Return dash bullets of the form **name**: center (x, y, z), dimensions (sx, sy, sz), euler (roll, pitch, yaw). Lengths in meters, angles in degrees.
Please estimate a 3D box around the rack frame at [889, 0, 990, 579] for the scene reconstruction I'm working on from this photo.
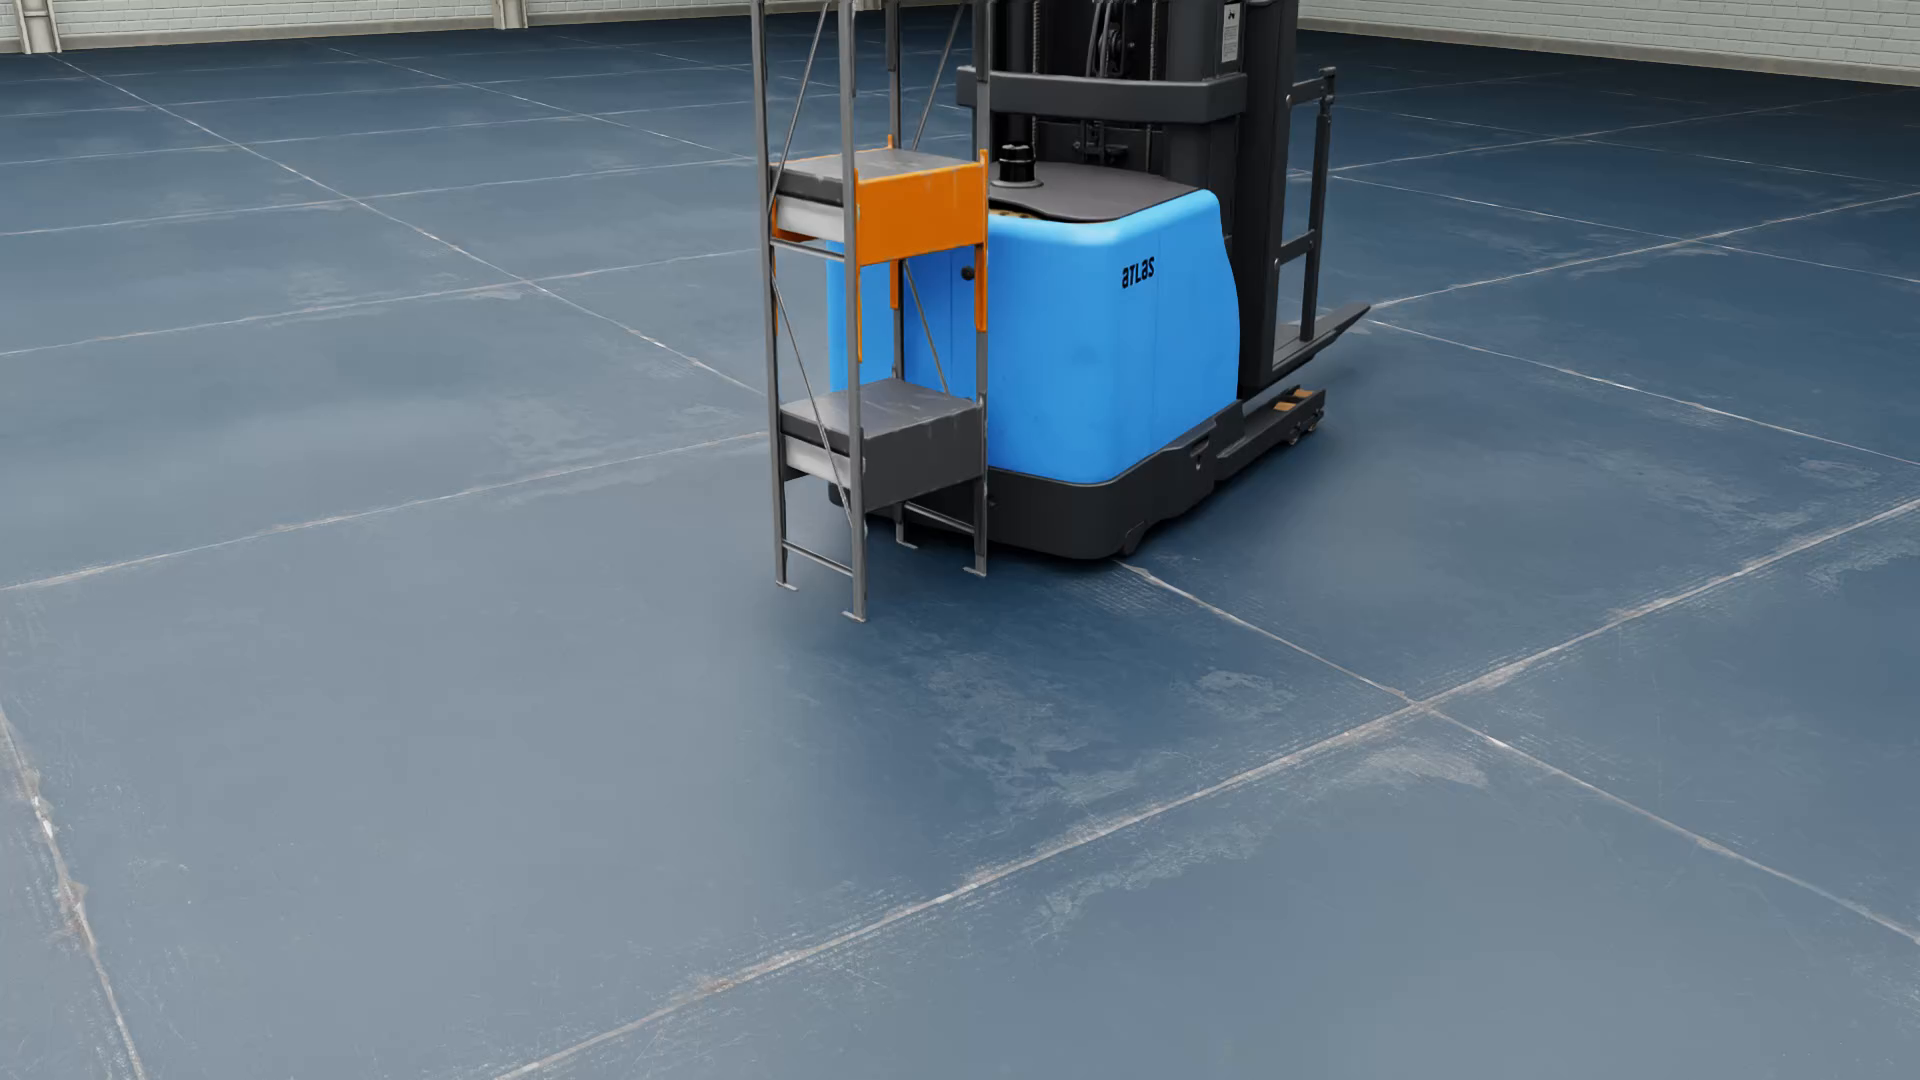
- **rack frame**: center (-0.062, -0.911, 4.846), dimensions (0.015, 2.100, 0.400), euler (-19, 29, -40)

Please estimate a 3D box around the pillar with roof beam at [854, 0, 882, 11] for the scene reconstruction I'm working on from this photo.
- **pillar with roof beam**: center (0.998, -11.466, 21.990), dimensions (0.400, 9.000, 9.100), euler (-15, 26, -33)

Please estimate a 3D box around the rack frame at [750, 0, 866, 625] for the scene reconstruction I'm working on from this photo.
- **rack frame**: center (-0.415, -0.786, 4.534), dimensions (0.015, 2.100, 0.400), euler (-19, 29, -40)

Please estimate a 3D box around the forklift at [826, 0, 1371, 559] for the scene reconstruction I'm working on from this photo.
- **forklift**: center (0.761, -1.799, 5.951), dimensions (1.130, 2.935, 3.031), euler (13, 25, 29)

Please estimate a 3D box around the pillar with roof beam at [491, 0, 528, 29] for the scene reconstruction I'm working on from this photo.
- **pillar with roof beam**: center (-3.872, -10.168, 18.735), dimensions (0.400, 9.000, 9.100), euler (-15, 26, -33)

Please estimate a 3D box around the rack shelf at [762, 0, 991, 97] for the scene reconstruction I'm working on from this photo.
- **rack shelf**: center (-0.238, -1.486, 4.436), dimensions (0.480, 0.518, 0.431), euler (-19, 29, -40)

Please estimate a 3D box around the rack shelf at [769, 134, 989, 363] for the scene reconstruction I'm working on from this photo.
- **rack shelf**: center (-0.238, -0.836, 4.695), dimensions (0.480, 0.518, 0.431), euler (-19, 29, -40)

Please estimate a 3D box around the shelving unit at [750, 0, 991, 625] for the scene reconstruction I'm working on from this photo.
- **shelving unit**: center (-0.238, -0.849, 4.690), dimensions (0.503, 2.100, 0.431), euler (-19, 29, -40)

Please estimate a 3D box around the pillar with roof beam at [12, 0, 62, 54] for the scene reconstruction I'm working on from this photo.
- **pillar with roof beam**: center (-8.743, -8.869, 15.481), dimensions (0.400, 9.000, 9.100), euler (-15, 26, -33)

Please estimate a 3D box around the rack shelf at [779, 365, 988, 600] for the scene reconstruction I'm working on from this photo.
- **rack shelf**: center (-0.238, -0.186, 4.954), dimensions (0.480, 0.518, 0.431), euler (-19, 29, -40)
